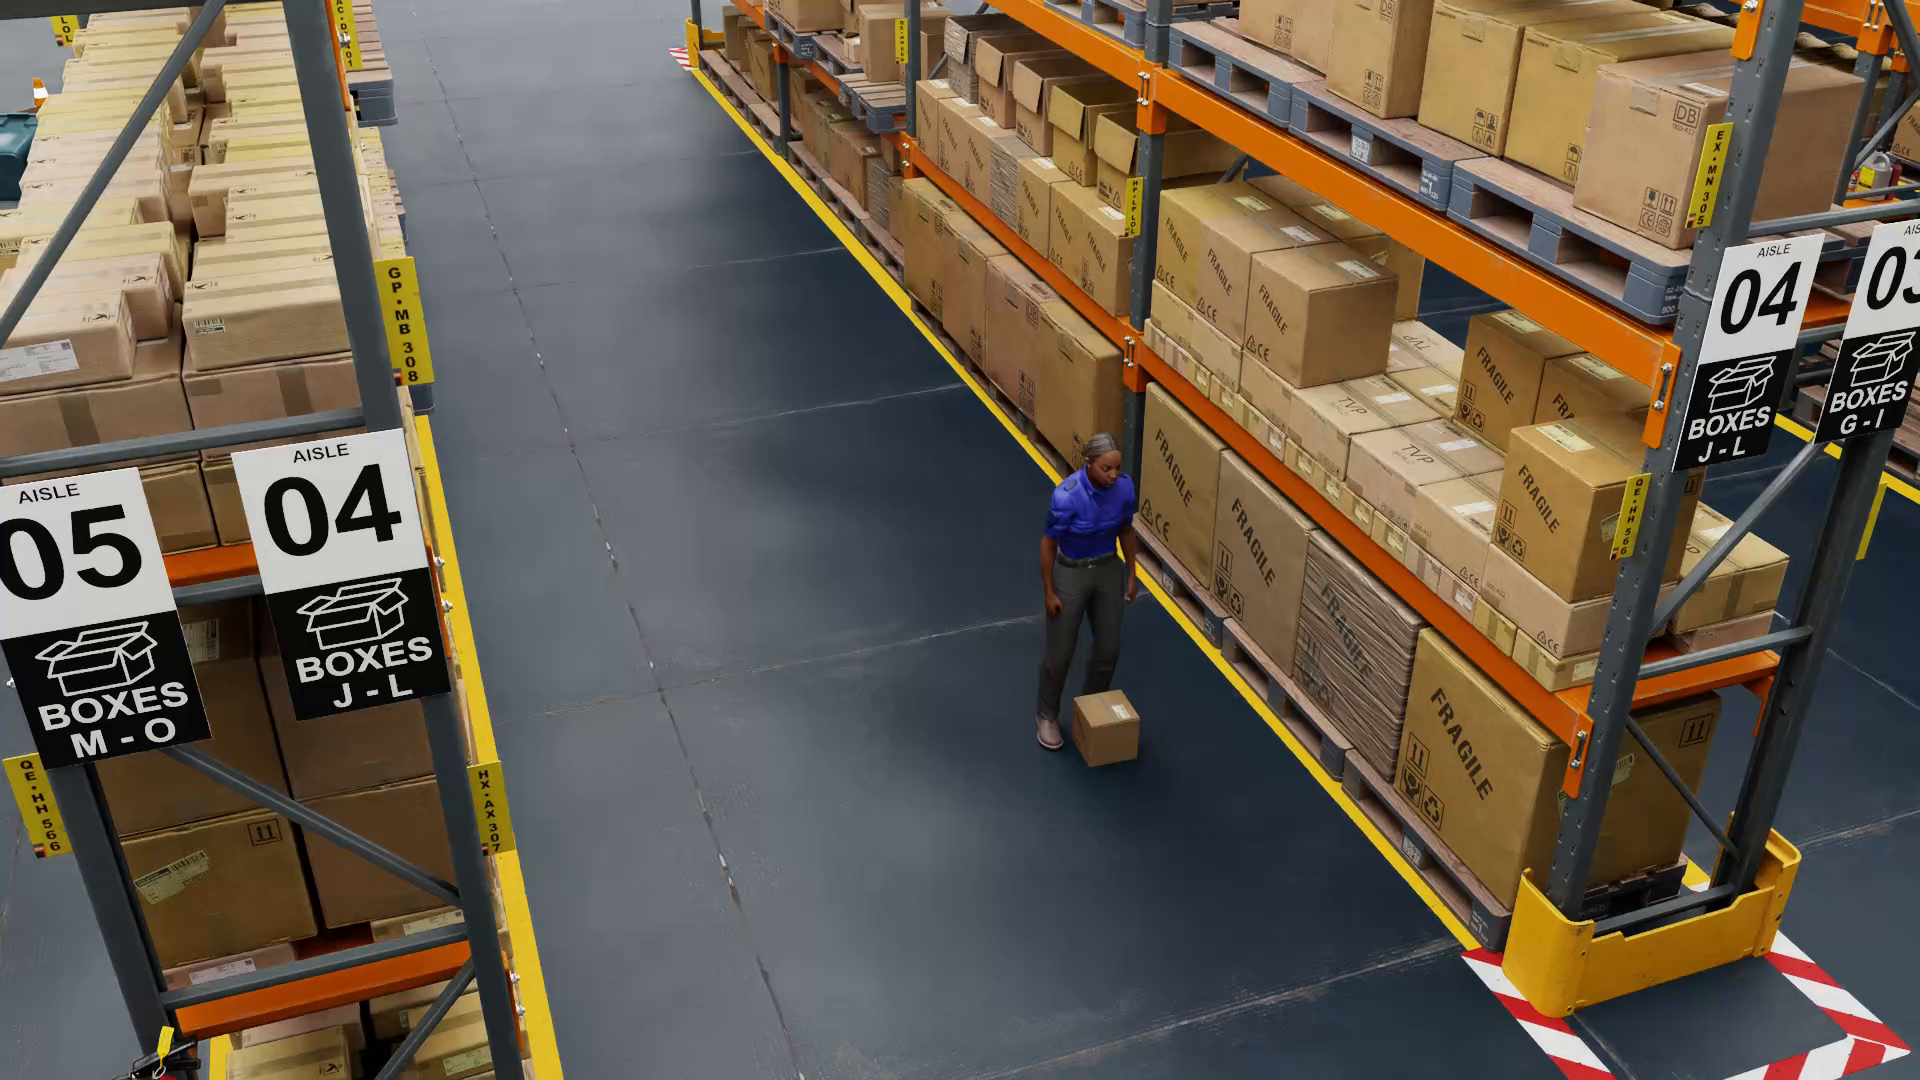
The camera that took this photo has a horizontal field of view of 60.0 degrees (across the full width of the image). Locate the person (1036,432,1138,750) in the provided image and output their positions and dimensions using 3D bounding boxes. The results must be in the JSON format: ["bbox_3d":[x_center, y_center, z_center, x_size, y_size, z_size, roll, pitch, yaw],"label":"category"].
[{"bbox_3d":[0.607,0.216,7.983,0.530,1.641,0.347,-12,32,-20],"label":"person"}]
